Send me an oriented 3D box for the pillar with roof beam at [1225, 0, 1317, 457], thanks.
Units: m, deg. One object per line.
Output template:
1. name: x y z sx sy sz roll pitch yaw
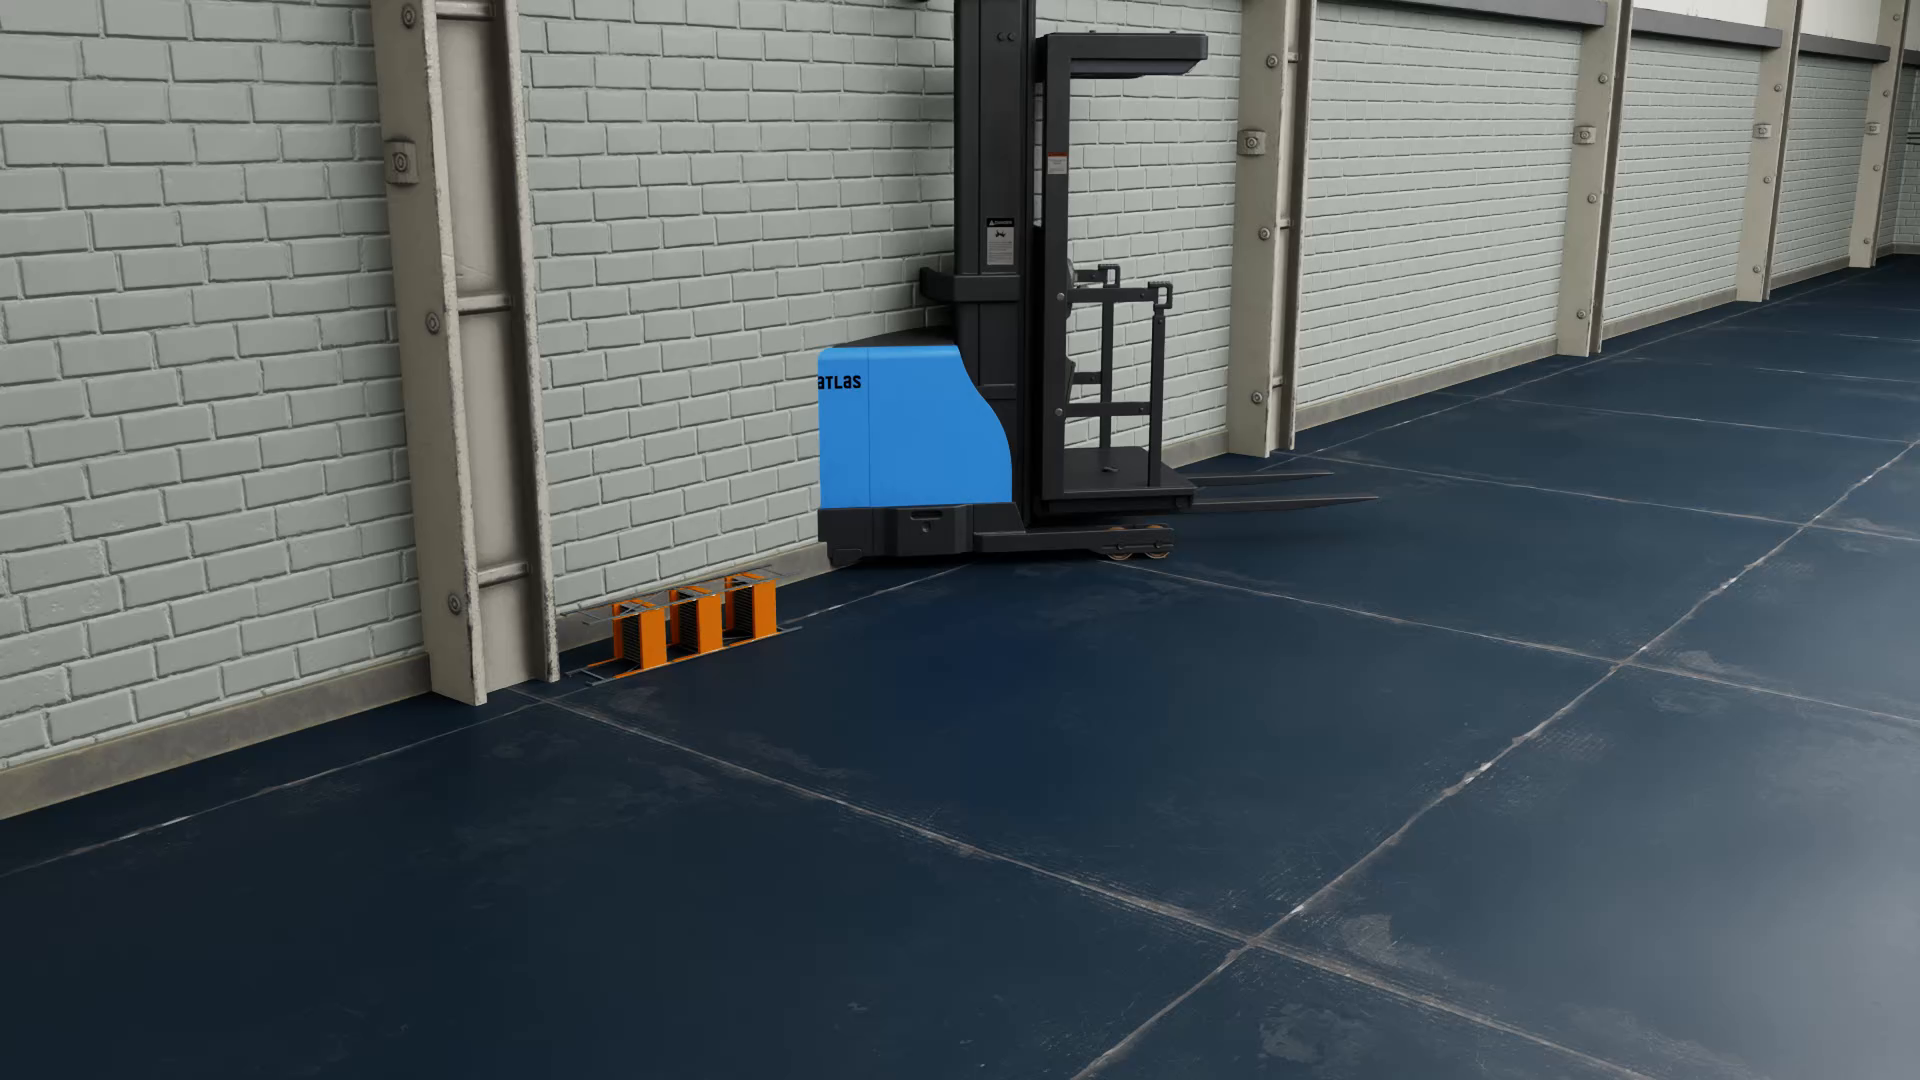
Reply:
1. pillar with roof beam: 5.320 -4.288 7.224 9.100 9.000 0.400 11 18 38

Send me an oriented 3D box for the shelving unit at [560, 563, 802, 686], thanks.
1. shelving unit: -1.116 0.332 6.793 0.215 0.252 1.050 14 20 43

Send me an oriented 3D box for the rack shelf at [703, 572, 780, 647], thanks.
1. rack shelf: -0.924 0.284 6.981 0.215 0.240 0.259 14 20 43

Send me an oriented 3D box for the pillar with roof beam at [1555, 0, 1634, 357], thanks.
1. pillar with roof beam: 9.091 -5.437 11.748 9.100 9.000 0.400 11 18 38

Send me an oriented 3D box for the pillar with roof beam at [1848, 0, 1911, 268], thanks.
1. pillar with roof beam: 16.633 -7.735 20.794 9.100 9.000 0.400 11 18 38

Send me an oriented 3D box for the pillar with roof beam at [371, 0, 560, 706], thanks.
1. pillar with roof beam: 1.549 -3.139 2.701 9.100 9.000 0.400 11 18 38

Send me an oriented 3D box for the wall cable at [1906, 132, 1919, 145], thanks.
1. wall cable: 16.164 -7.256 25.214 3.097 2.526 0.112 11 18 38

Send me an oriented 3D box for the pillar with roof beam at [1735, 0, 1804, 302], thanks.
1. pillar with roof beam: 12.862 -6.586 16.271 9.100 9.000 0.400 11 18 38

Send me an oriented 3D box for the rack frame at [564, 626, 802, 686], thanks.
1. rack frame: -1.116 0.450 6.823 0.200 0.008 1.050 14 20 43

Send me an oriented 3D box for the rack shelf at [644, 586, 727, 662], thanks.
1. rack shelf: -1.124 0.333 6.786 0.215 0.240 0.259 14 20 43

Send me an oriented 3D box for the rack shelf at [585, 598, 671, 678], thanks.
1. rack shelf: -1.319 0.382 6.594 0.215 0.240 0.259 14 20 43

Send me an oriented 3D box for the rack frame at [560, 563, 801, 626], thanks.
1. rack frame: -1.116 0.213 6.763 0.200 0.008 1.050 14 20 43

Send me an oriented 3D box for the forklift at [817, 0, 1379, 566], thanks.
1. forklift: 0.616 -1.445 8.360 3.031 2.935 1.130 -2 14 -9
